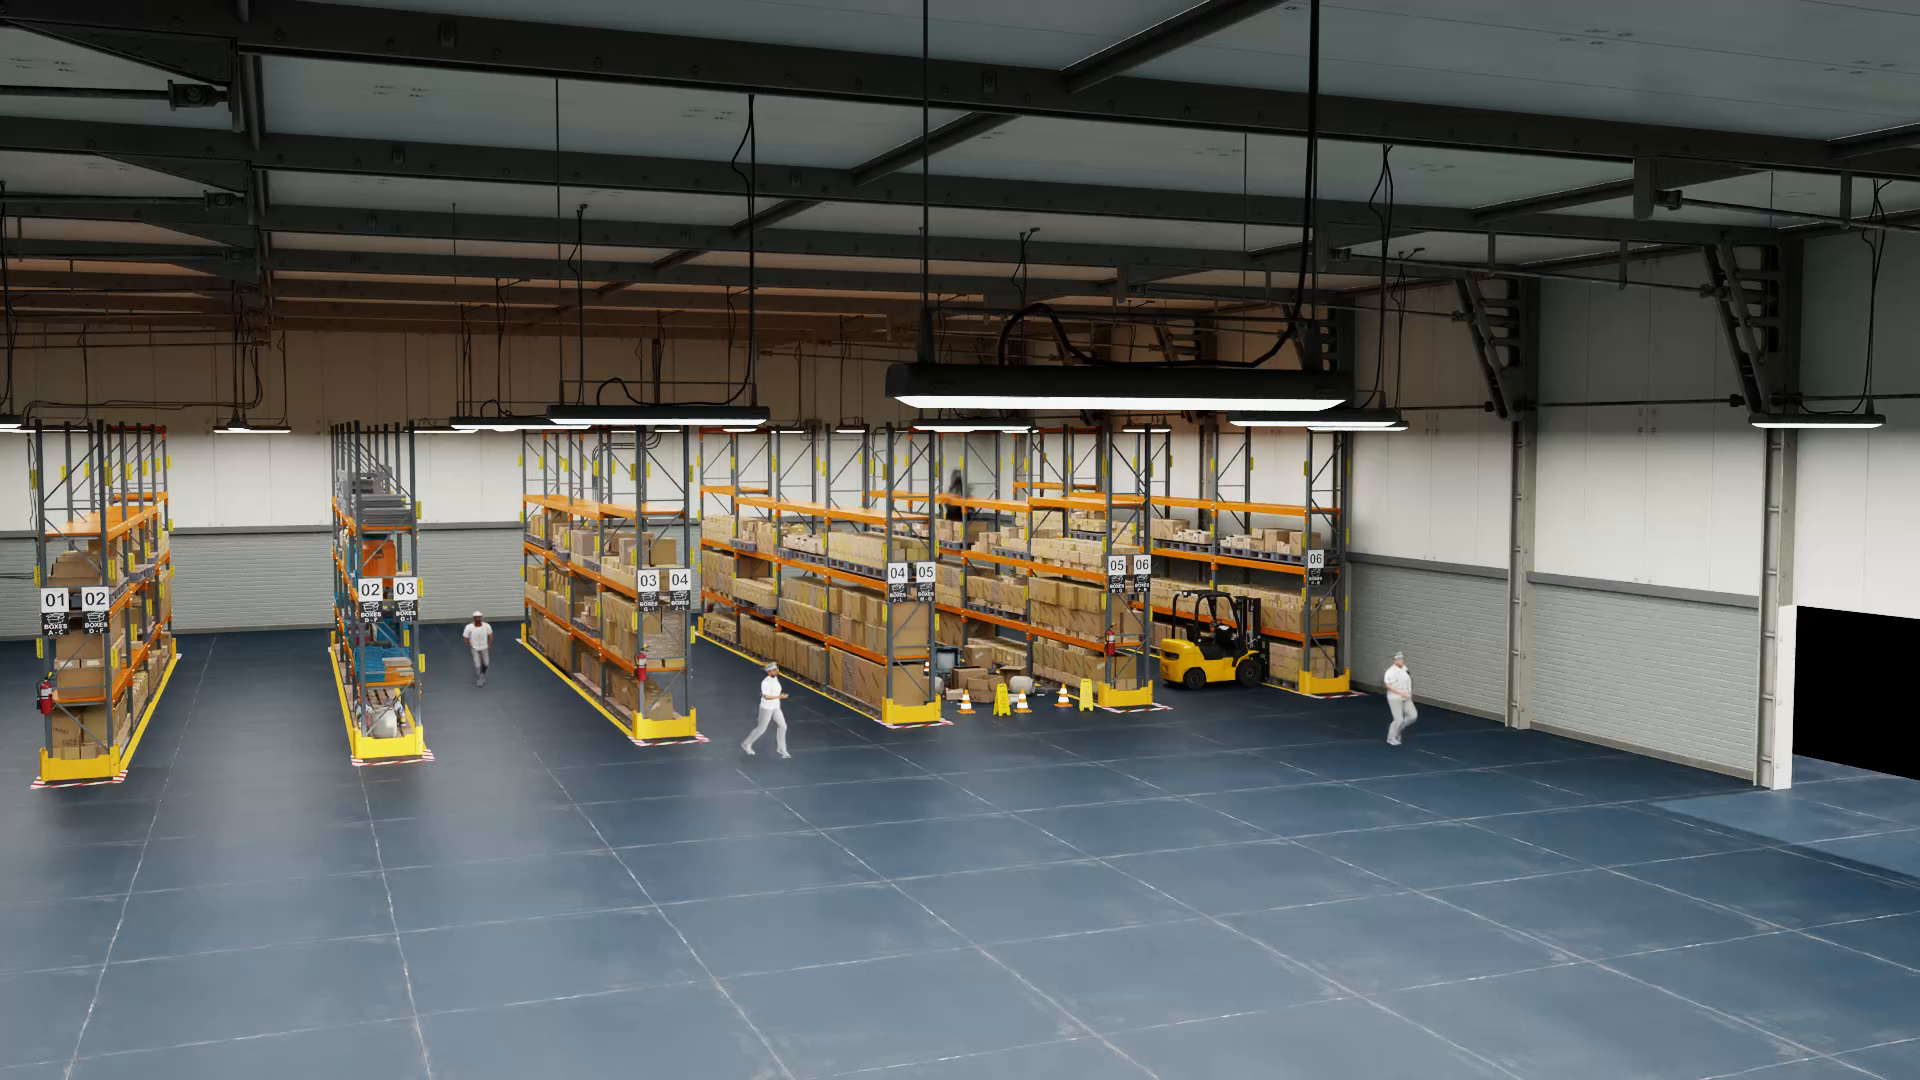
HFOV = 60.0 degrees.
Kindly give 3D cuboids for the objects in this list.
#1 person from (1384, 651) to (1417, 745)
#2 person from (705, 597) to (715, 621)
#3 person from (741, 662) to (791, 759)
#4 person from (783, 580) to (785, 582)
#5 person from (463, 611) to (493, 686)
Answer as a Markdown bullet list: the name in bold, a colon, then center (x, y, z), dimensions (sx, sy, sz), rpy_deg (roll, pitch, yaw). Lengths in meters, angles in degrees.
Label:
- **person**: center (8.181, 2.926, 30.824), dimensions (0.674, 1.745, 0.551), rpy_deg (-3, 4, -36)
- **person**: center (-7.336, 1.842, 49.504), dimensions (0.673, 1.565, 0.760), rpy_deg (-1, 4, -17)
- **person**: center (-3.436, 3.026, 29.644), dimensions (0.896, 1.742, 0.587), rpy_deg (2, 4, 25)
- **person**: center (-5.133, 1.939, 48.005), dimensions (0.522, 1.563, 0.563), rpy_deg (-3, 4, -36)
- **person**: center (-10.974, 2.483, 37.957), dimensions (0.674, 1.721, 0.569), rpy_deg (-2, 4, -25)
